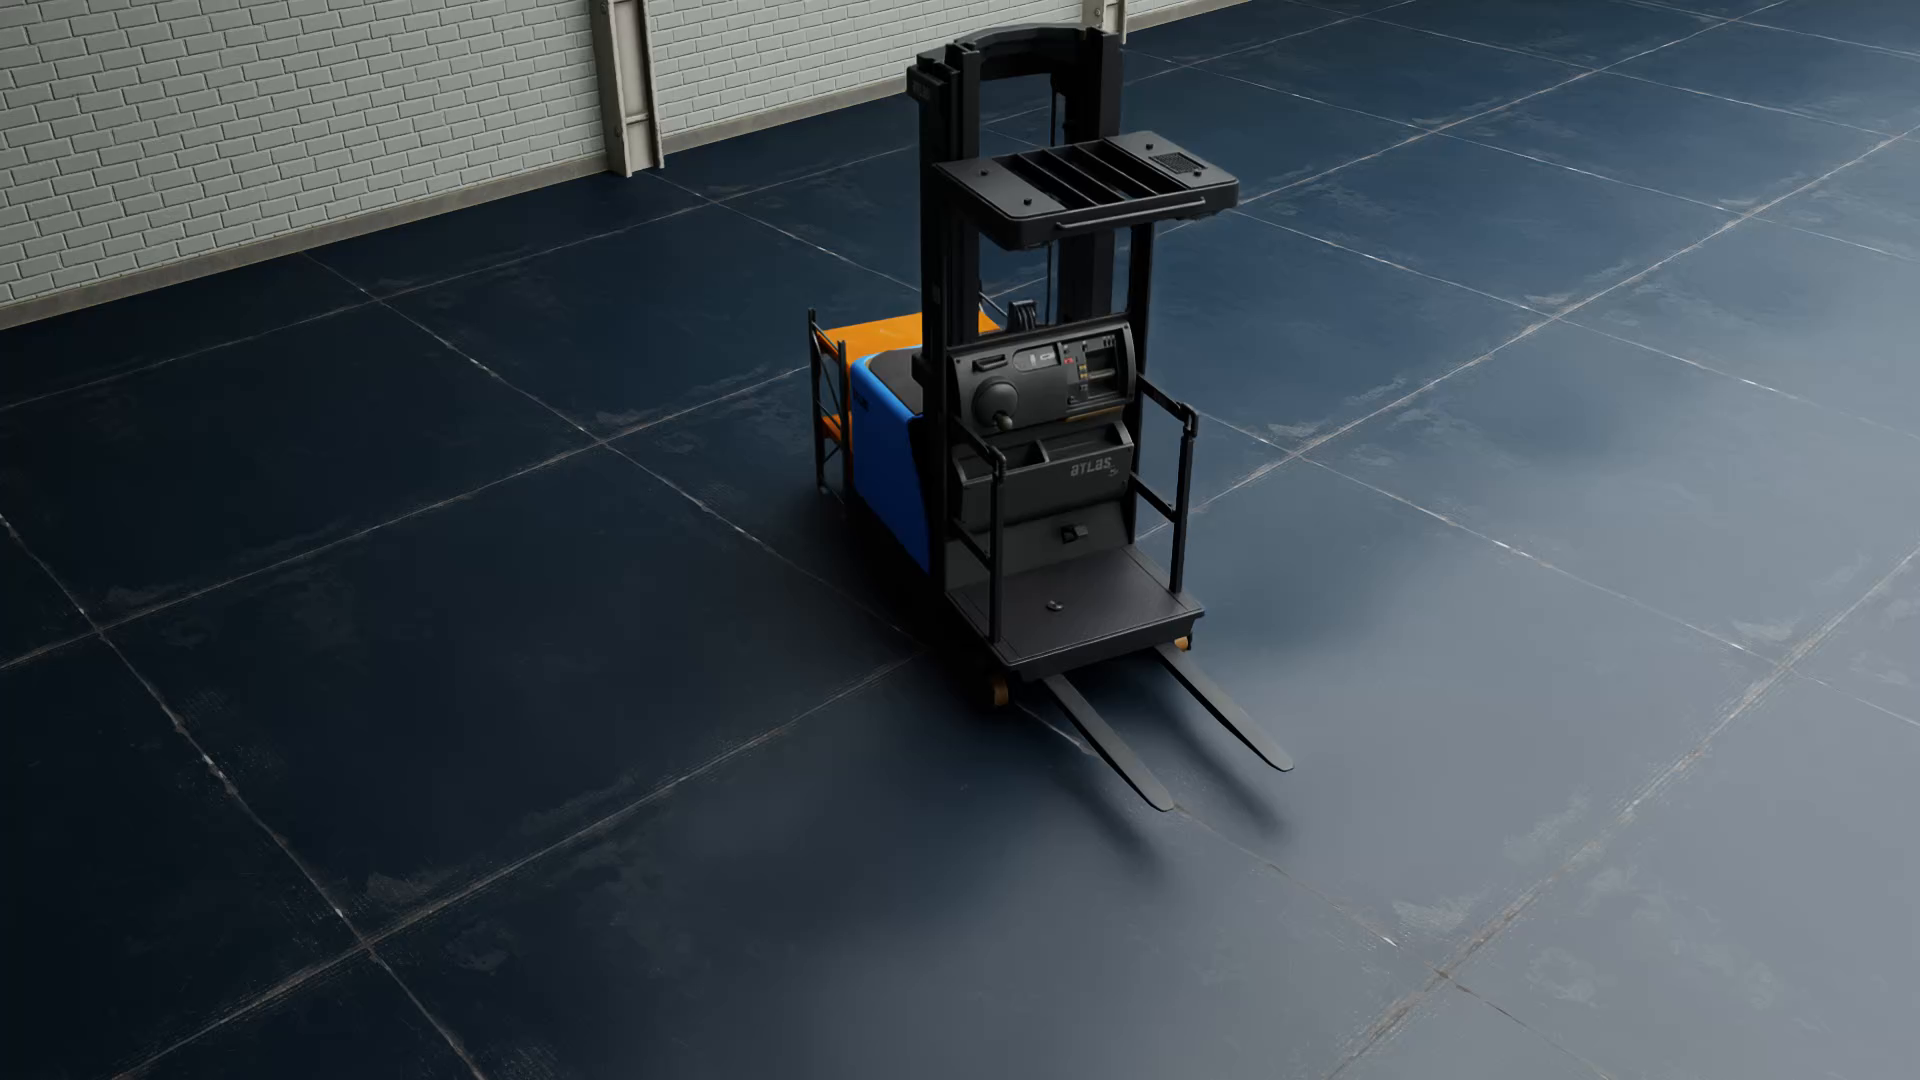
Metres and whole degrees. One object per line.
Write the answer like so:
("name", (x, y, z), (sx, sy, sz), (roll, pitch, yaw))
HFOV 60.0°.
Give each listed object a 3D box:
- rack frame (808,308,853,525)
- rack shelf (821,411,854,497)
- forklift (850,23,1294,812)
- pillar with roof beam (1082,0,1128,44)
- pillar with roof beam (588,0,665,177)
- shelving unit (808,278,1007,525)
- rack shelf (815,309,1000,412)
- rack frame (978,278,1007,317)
("rack frame", (-0.723, -0.684, 9.291), (0.032, 1.125, 0.500), (-13, 34, -21))
("rack shelf", (-0.261, -0.586, 9.599), (1.000, 0.278, 0.538), (-13, 34, -21))
("forklift", (0.495, -0.711, 7.603), (1.130, 2.935, 3.031), (-14, 34, -22))
("pillar with roof beam", (4.485, -7.585, 13.029), (0.400, 9.000, 9.100), (-26, 40, -35))
("pillar with roof beam", (0.086, -5.457, 9.548), (0.400, 9.000, 9.100), (-26, 40, -35))
("shelving unit", (-0.261, -0.795, 9.472), (1.048, 1.125, 0.538), (-13, 34, -21))
("rack shelf", (-0.261, -1.045, 9.319), (1.000, 0.278, 0.538), (-13, 34, -21))
("rack frame", (0.201, -0.906, 9.653), (0.032, 1.125, 0.500), (-13, 34, -21))
